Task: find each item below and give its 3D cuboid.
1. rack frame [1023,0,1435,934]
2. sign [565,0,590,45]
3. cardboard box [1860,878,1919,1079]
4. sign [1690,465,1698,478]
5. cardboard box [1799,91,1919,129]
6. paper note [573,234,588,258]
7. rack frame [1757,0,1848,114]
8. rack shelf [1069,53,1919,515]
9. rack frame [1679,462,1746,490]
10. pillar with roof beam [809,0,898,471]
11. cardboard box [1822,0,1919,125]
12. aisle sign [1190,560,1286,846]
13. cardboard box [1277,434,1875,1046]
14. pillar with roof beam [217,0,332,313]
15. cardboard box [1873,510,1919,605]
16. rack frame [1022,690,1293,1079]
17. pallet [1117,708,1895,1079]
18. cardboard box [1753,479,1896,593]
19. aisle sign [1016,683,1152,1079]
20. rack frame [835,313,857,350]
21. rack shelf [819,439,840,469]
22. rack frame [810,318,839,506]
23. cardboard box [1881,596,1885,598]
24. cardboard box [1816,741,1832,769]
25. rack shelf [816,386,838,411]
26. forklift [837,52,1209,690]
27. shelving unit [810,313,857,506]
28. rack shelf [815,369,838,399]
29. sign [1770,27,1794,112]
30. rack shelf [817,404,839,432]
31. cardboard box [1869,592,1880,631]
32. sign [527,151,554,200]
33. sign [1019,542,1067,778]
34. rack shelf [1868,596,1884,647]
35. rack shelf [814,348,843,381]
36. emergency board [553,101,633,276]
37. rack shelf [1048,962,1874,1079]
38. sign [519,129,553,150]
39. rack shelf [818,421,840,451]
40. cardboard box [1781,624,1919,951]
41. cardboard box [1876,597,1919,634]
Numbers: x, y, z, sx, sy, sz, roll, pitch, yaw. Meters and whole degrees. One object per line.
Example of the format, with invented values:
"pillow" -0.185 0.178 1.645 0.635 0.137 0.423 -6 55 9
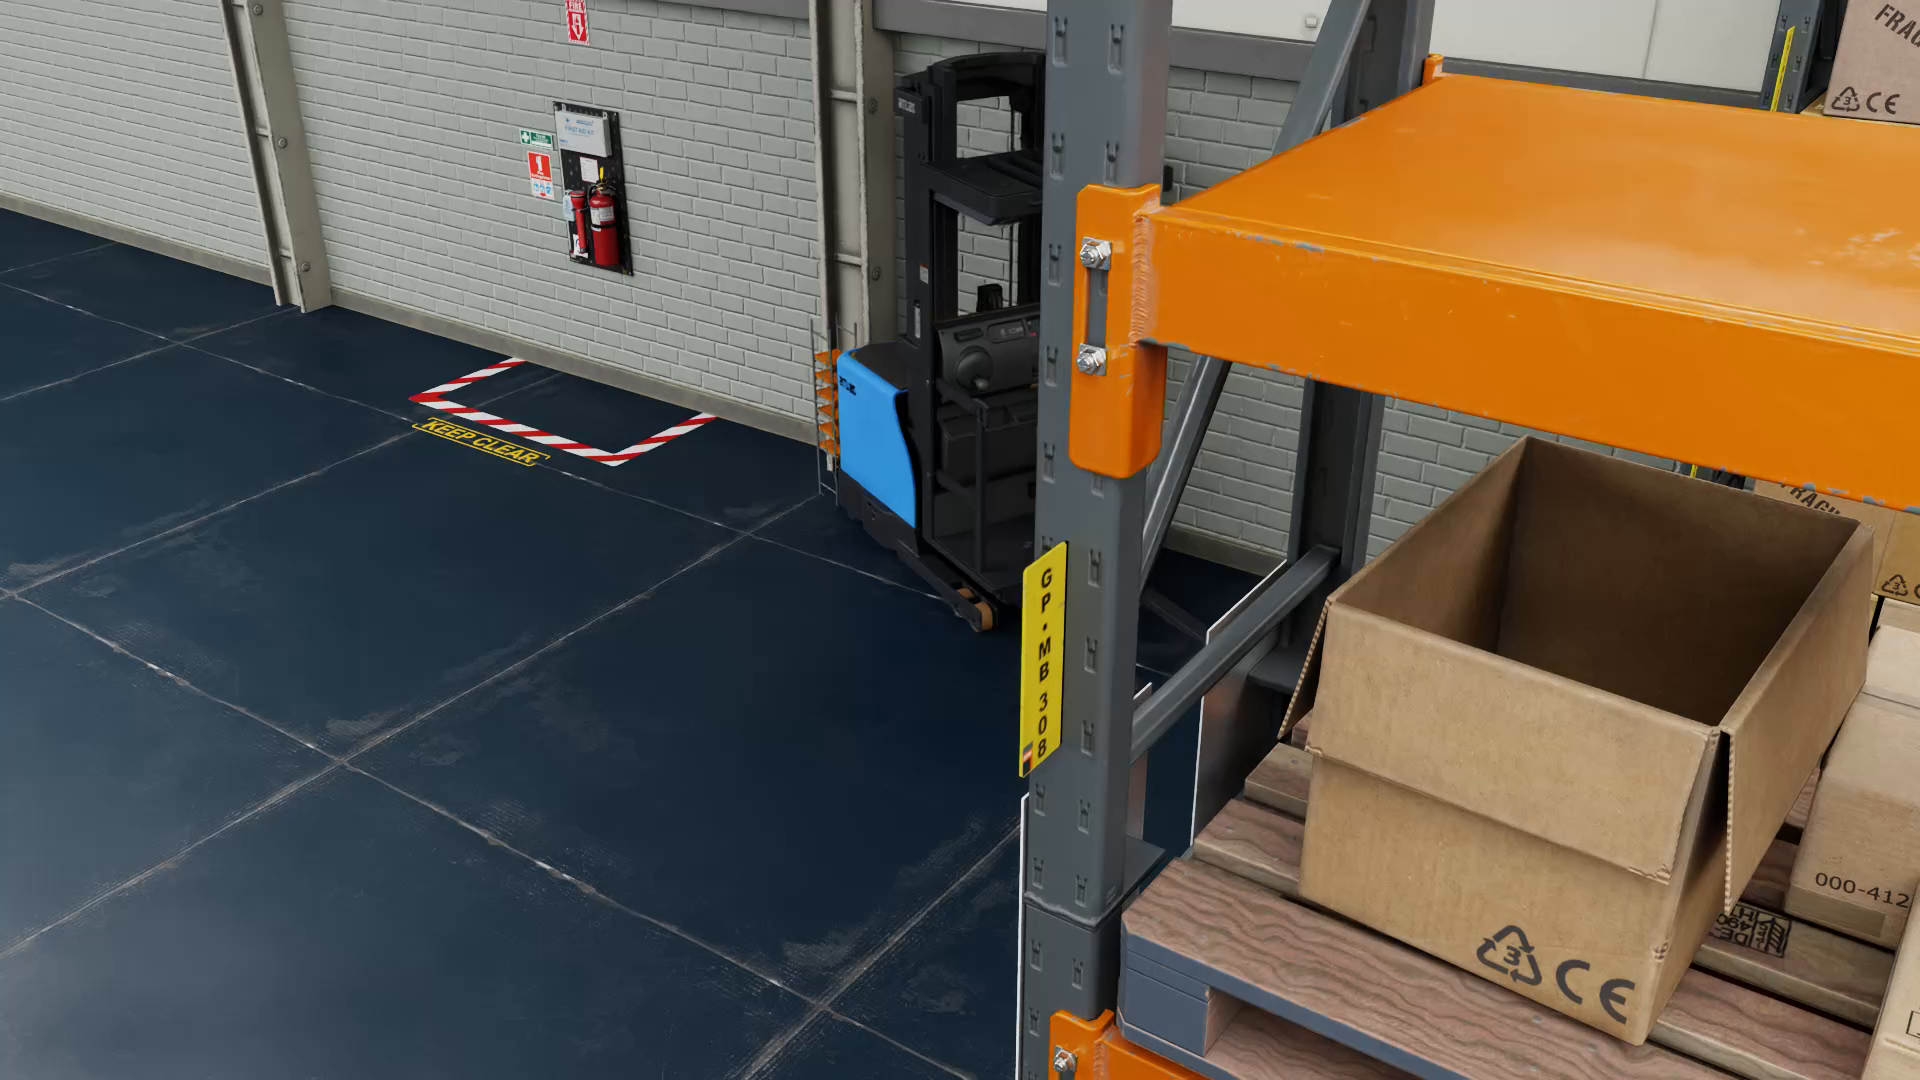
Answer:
"rack frame" 0.431 -0.952 2.200 0.127 3.000 1.000 17 32 30
"sign" -2.612 -3.537 11.338 0.199 0.298 0.001 17 32 30
"cardboard box" 1.301 0.615 2.087 0.250 0.149 0.380 17 32 30
"sign" 2.926 -0.315 6.607 0.005 0.325 0.100 17 32 30
"cardboard box" 3.367 -1.343 6.142 0.500 0.500 0.500 18 32 32
"paper note" -2.768 -2.144 12.126 0.142 0.148 0.016 17 32 30
"rack frame" 3.233 -2.805 5.841 0.127 3.000 1.000 17 32 30
"rack shelf" 2.080 0.060 1.445 4.000 0.370 1.077 17 32 30
"rack frame" 3.233 -0.132 7.202 0.127 3.000 1.000 17 32 30
"pillar with roof beam" -3.083 -2.880 5.988 0.400 9.000 9.100 17 32 30
"cardboard box" 3.413 -1.778 5.895 0.500 0.500 0.500 15 31 27
"aisle sign" 0.543 0.436 3.220 0.004 0.787 0.394 17 32 30
"cardboard box" 0.903 0.238 2.437 0.637 0.503 0.797 20 33 34
"pillar with roof beam" -8.029 -4.421 9.016 0.400 9.000 9.100 17 32 30
"cardboard box" 3.858 -0.042 6.343 0.500 0.500 0.500 17 32 30
"rack frame" 0.431 1.721 3.561 0.127 3.000 1.000 17 32 30
"pallet" 1.000 0.615 2.525 1.213 0.211 1.003 17 32 30
"cardboard box" 3.456 -0.173 6.599 0.500 0.500 0.500 17 32 30
"aisle sign" 0.204 0.660 2.779 0.004 0.787 0.394 17 32 30
"rack frame" -0.703 -0.845 10.582 0.006 1.200 0.240 -18 32 -31
"rack shelf" -0.775 -0.567 10.666 0.180 0.103 0.258 -18 32 -31
"rack frame" -0.853 -0.795 10.489 0.006 1.200 0.240 -18 32 -31
"cardboard box" 4.162 0.103 6.883 0.500 0.250 0.500 18 32 32
"cardboard box" 3.752 1.082 7.296 0.500 0.311 0.500 14 30 25
"rack shelf" -0.779 -0.887 10.501 0.180 0.103 0.258 -18 32 -31
"forklift" 0.407 -1.032 9.046 1.130 2.935 3.031 -15 30 -27
"shelving unit" -0.778 -0.820 10.535 0.189 1.200 0.258 -18 32 -31
"rack shelf" -0.780 -0.993 10.446 0.180 0.103 0.258 -18 32 -31
"sign" 2.926 -1.655 5.924 0.005 0.325 0.100 17 32 30
"rack shelf" -0.778 -0.780 10.556 0.180 0.103 0.258 -18 32 -31
"cardboard box" 3.455 0.170 6.752 0.500 0.250 0.500 16 31 29
"sign" -3.059 -2.661 12.133 0.234 0.329 0.001 17 32 30
"sign" 0.112 0.165 2.259 0.005 0.325 0.100 17 32 30
"rack shelf" 4.881 0.702 6.356 4.000 0.370 1.077 17 32 30
"rack shelf" -0.781 -1.100 10.390 0.180 0.103 0.258 -18 32 -31
"emergency board" -2.661 -2.465 11.786 0.643 1.169 0.194 17 32 30
"rack shelf" 2.080 1.219 2.034 4.000 0.370 1.077 17 32 30
"sign" -3.060 -2.893 12.004 0.331 0.109 0.001 17 32 30
"rack shelf" -0.776 -0.674 10.611 0.180 0.103 0.258 -18 32 -31
"cardboard box" 1.530 0.399 2.400 0.500 0.250 0.500 17 32 30
"cardboard box" 3.891 0.298 6.500 0.500 0.250 0.500 16 31 29
